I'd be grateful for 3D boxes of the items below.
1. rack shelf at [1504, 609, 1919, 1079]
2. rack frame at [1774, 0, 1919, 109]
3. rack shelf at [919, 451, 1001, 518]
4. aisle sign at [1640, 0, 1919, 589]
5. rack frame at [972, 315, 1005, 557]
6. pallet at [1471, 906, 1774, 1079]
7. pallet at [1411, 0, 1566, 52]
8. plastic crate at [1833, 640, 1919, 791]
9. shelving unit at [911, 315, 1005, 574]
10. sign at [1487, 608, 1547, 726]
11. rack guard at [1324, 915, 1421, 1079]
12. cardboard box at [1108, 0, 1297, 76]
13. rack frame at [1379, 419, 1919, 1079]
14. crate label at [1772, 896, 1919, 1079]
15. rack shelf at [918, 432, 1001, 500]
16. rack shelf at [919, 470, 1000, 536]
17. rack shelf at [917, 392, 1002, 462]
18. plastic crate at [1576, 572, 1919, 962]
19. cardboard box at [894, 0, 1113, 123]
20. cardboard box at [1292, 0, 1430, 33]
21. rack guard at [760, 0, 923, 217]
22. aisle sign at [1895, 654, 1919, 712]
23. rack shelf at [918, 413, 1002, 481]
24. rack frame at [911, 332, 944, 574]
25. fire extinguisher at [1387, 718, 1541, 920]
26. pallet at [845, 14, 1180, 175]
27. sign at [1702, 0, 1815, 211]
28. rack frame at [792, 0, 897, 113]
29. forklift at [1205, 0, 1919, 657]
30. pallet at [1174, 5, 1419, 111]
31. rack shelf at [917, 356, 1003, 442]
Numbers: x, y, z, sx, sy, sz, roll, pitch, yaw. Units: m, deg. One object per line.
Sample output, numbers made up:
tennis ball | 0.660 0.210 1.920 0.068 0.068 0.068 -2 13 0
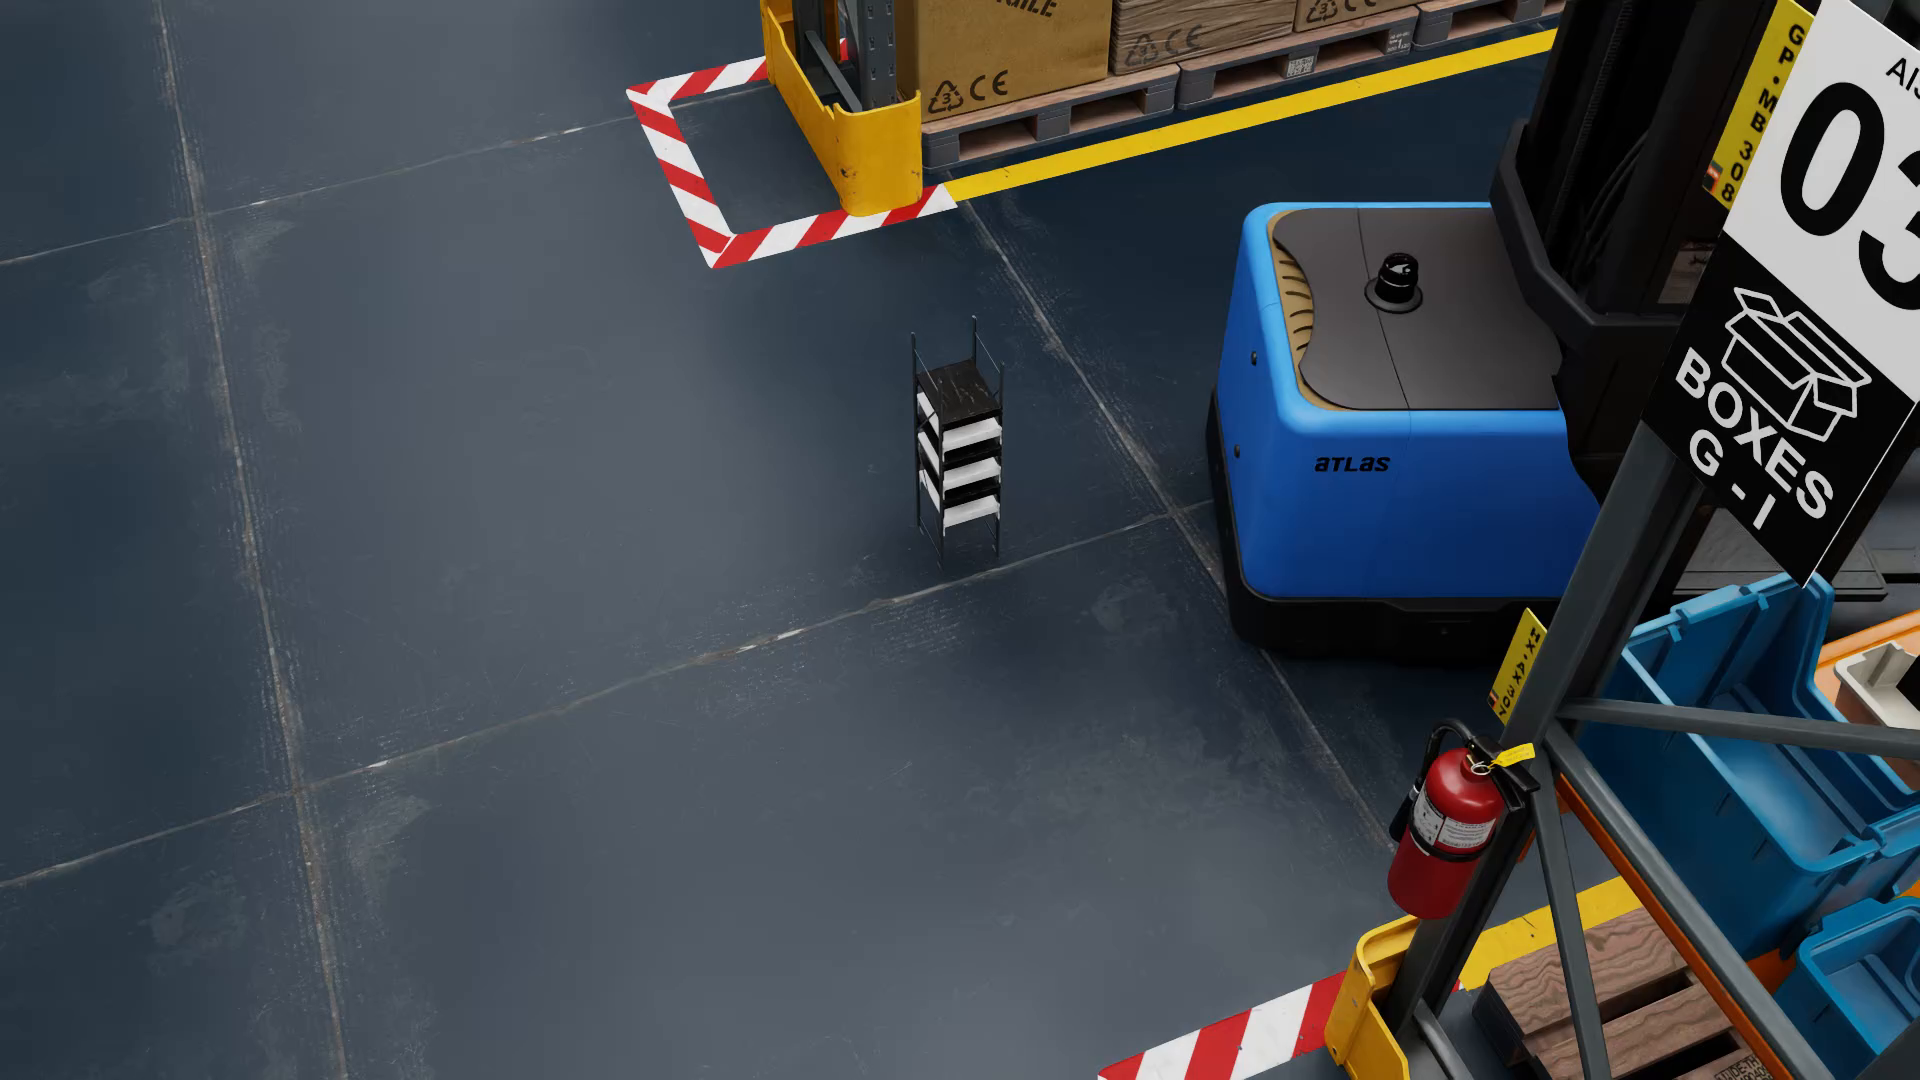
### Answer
rack shelf | 3.230 0.371 3.928 4.000 0.370 1.077 -17 52 -14
rack frame | 1.379 -1.244 0.887 0.127 3.000 1.000 -17 52 -14
rack shelf | -0.008 -0.211 5.500 0.200 0.077 0.258 -17 52 -14
aisle sign | 1.201 -0.322 2.335 0.004 0.787 0.394 -17 52 -14
rack frame | 0.087 -0.320 5.432 0.006 0.900 0.240 -17 52 -14
pallet | 2.157 1.410 4.400 1.213 0.211 1.003 -17 52 -14
pallet | 2.475 -2.844 8.053 1.213 0.211 1.003 -17 52 -14
plastic crate | 2.065 0.416 3.550 0.243 0.136 0.396 -17 52 -14
shelving unit | -0.008 -0.291 5.407 0.210 0.900 0.258 -17 52 -14
sign | 1.156 0.276 3.429 0.005 0.325 0.100 -17 52 -14
rack guard | 1.361 1.541 4.097 0.348 0.500 1.175 -17 52 -14
cardboard box | 0.910 -2.714 7.227 0.875 0.875 0.875 -17 52 -14
rack frame | 1.379 0.710 3.163 0.127 3.000 1.000 -17 52 -14
crate label | 1.732 0.906 3.066 0.303 0.233 0.416 -17 52 -14
rack shelf | -0.008 -0.269 5.432 0.200 0.077 0.258 -17 52 -14
rack shelf | -0.008 -0.152 5.568 0.200 0.077 0.258 -17 52 -14
rack shelf | -0.008 -0.386 5.295 0.200 0.077 0.258 -17 52 -14
plastic crate | 1.618 0.452 3.322 0.499 0.435 0.616 -17 52 -14
cardboard box | 0.068 -2.453 7.003 0.875 0.875 0.875 -17 52 -14
cardboard box | 1.734 -2.969 7.446 0.875 0.875 0.875 -17 52 -14
rack guard | -0.516 -1.947 7.092 0.348 0.500 1.175 -17 52 -14
aisle sign | 1.424 0.093 1.980 0.004 0.787 0.394 -17 52 -14
rack shelf | -0.008 -0.328 5.364 0.200 0.077 0.258 -17 52 -14
rack frame | -0.102 -0.262 5.382 0.006 0.900 0.240 -17 52 -14
fire extinguisher | 1.067 0.581 3.570 0.183 0.674 0.296 -17 52 -14
pallet | 0.216 -2.144 7.452 1.213 0.211 1.003 -17 52 -14
sign | 1.156 -0.614 2.392 0.005 0.325 0.100 -17 52 -14
rack frame | -0.494 -2.768 6.150 0.127 3.000 1.000 -17 52 -14
forklift | 2.397 -0.964 4.645 3.031 2.935 1.130 0 49 0
pallet | 1.344 -2.491 7.750 1.213 0.211 1.003 -17 52 -14
rack shelf | -0.008 -0.445 5.227 0.200 0.077 0.258 -17 52 -14
